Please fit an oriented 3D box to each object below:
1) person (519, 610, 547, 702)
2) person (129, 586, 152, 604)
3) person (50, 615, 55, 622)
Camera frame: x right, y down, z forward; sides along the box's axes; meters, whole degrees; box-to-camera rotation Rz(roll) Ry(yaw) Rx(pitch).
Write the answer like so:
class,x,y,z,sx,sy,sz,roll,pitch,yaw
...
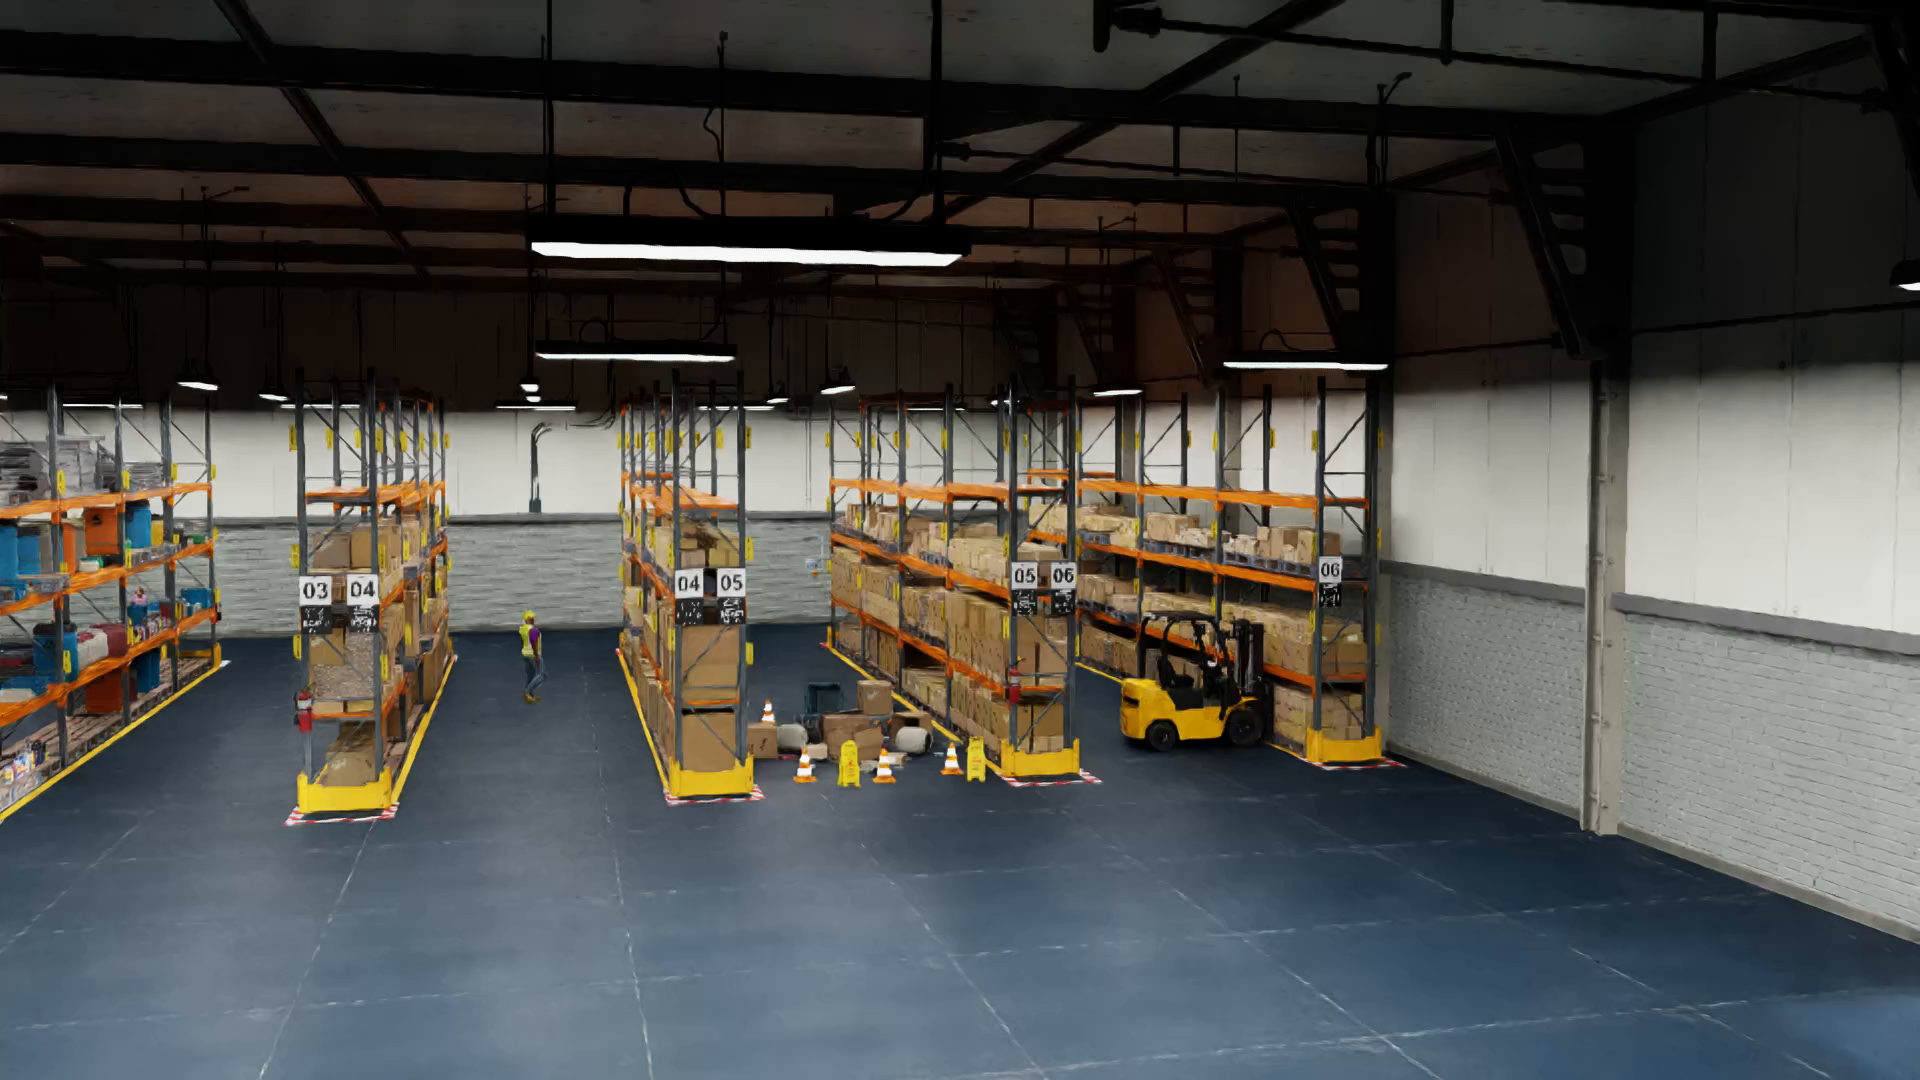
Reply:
class,x,y,z,sx,sy,sz,roll,pitch,yaw
person,-8.195,2.222,31.789,0.457,1.763,0.609,-3,5,-41
person,-19.642,1.860,39.881,0.566,1.541,0.519,-1,4,-16
person,-17.399,2.256,32.083,0.682,1.676,0.535,-1,4,-16
